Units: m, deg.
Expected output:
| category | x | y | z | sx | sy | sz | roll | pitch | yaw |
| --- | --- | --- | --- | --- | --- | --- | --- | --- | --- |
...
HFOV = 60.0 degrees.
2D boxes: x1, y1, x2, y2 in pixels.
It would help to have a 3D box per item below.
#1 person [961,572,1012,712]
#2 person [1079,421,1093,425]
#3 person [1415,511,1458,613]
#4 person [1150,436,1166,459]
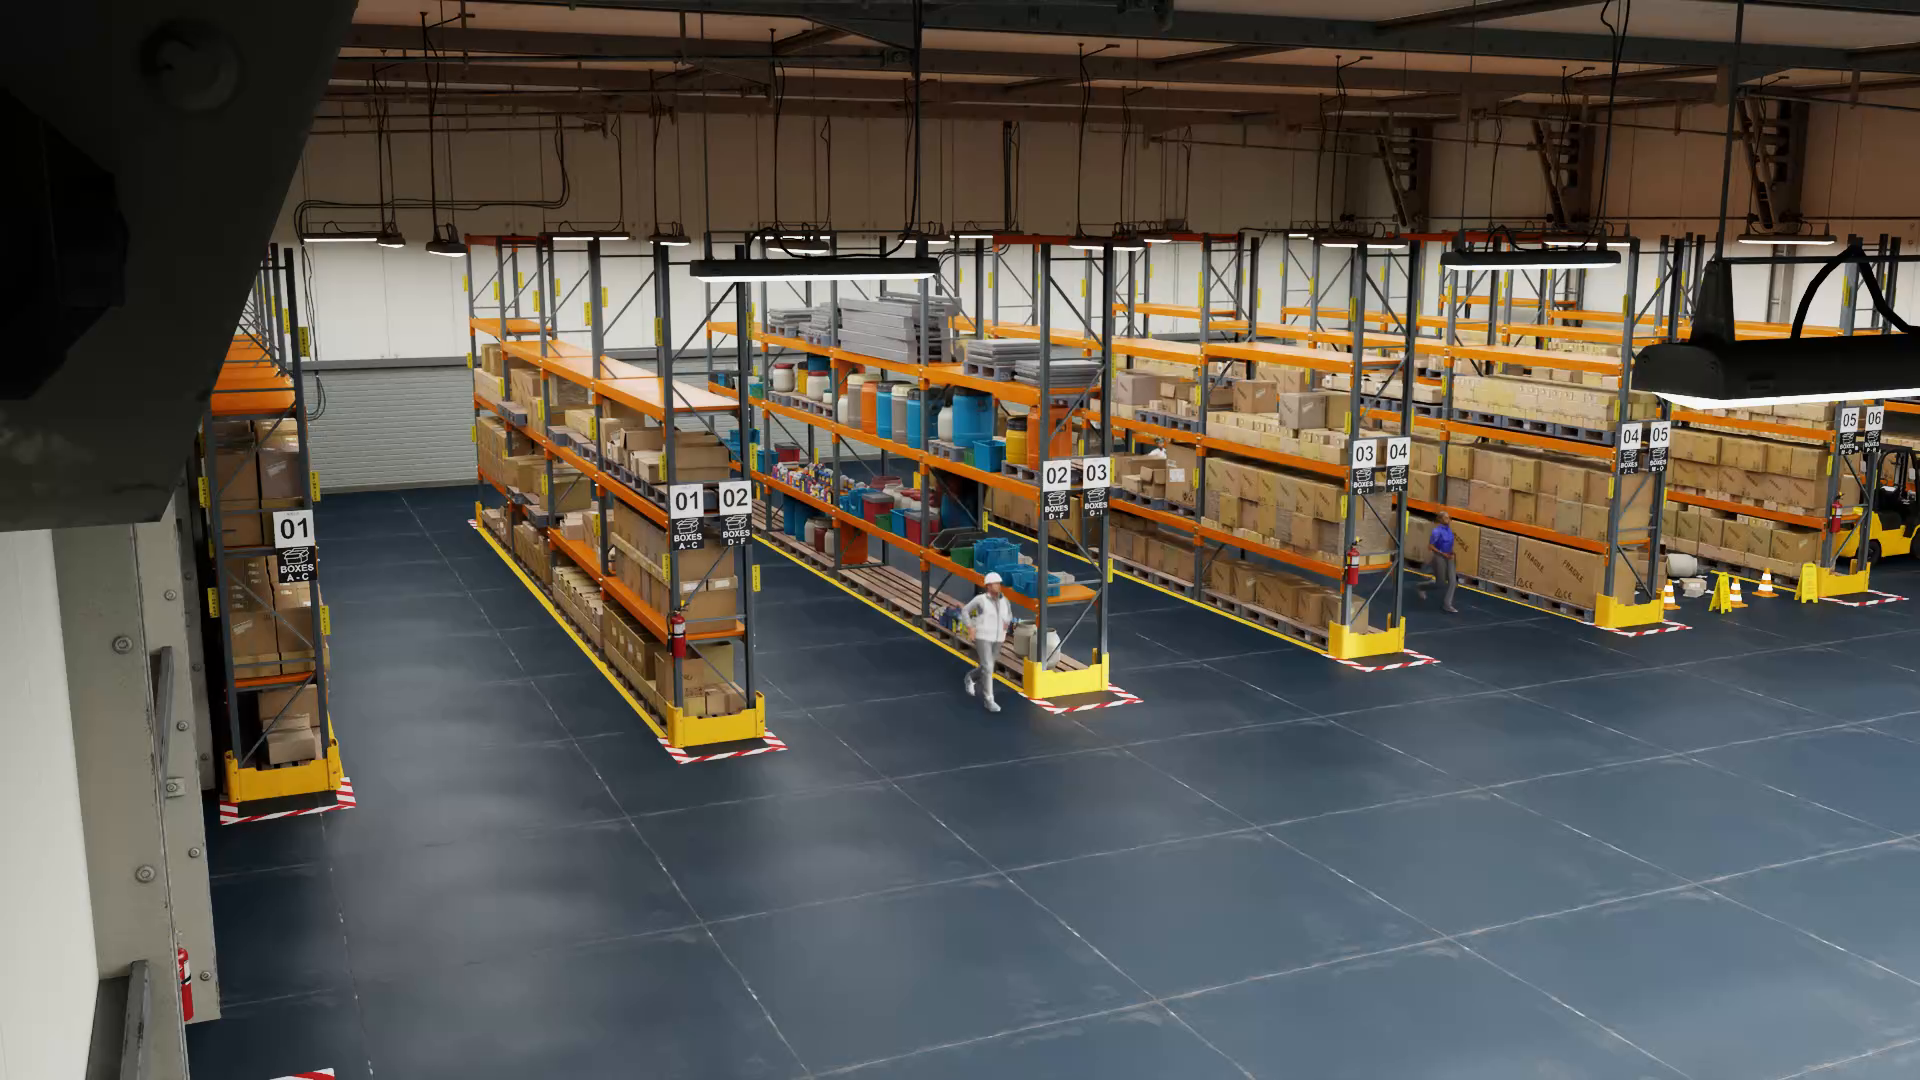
| category | x | y | z | sx | sy | sz | roll | pitch | yaw |
| --- | --- | --- | --- | --- | --- | --- | --- | --- | --- |
| person | 0.402 | 1.283 | 21.783 | 0.687 | 1.736 | 0.968 | -7 | 13 | -33 |
| person | 3.162 | -2.394 | 41.404 | 0.754 | 1.644 | 0.655 | -6 | 12 | -27 |
| person | 7.852 | 0.341 | 27.168 | 0.578 | 1.629 | 0.782 | -9 | 14 | -37 |
| person | 4.344 | -1.403 | 35.824 | 0.623 | 1.675 | 0.992 | -4 | 12 | -20 |
